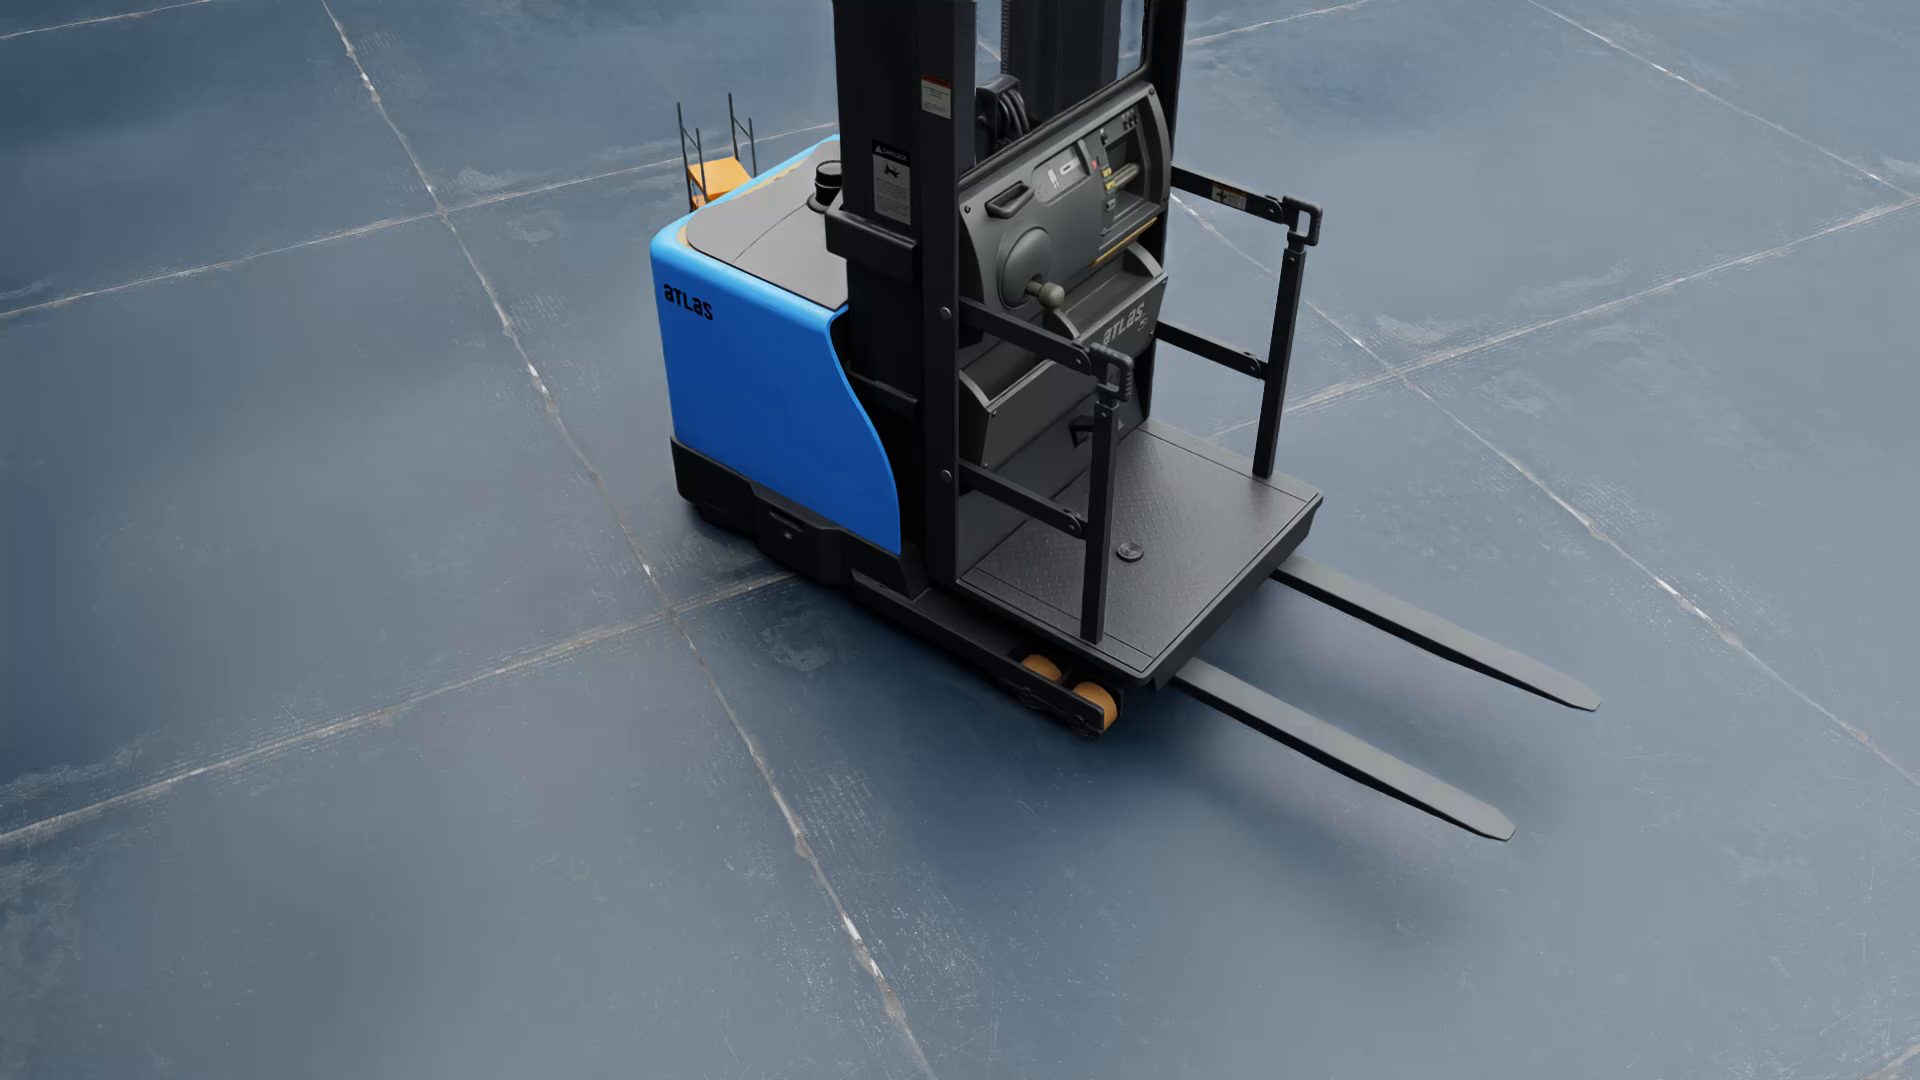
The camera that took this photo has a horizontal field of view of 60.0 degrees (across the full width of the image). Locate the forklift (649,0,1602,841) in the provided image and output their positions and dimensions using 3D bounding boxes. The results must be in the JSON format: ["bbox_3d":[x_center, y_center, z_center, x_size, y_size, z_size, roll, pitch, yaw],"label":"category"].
[{"bbox_3d":[0.477,-0.913,4.560,3.031,2.935,1.130,27,47,28],"label":"forklift"}]

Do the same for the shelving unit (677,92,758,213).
[{"bbox_3d":[-0.820,-0.979,5.972,0.189,1.200,0.258,-16,41,-18],"label":"shelving unit"}]

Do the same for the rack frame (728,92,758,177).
[{"bbox_3d":[-0.736,-1.004,6.000,0.006,1.200,0.240,-16,41,-18],"label":"rack frame"}]

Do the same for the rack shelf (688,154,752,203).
[{"bbox_3d":[-0.824,-1.226,5.774,0.180,0.103,0.258,-16,41,-18],"label":"rack shelf"}]

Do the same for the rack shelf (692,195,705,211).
[{"bbox_3d":[-0.823,-1.132,5.849,0.180,0.103,0.258,-16,41,-18],"label":"rack shelf"}]

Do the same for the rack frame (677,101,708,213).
[{"bbox_3d":[-0.903,-0.955,5.943,0.006,1.200,0.240,-16,41,-18],"label":"rack frame"}]
